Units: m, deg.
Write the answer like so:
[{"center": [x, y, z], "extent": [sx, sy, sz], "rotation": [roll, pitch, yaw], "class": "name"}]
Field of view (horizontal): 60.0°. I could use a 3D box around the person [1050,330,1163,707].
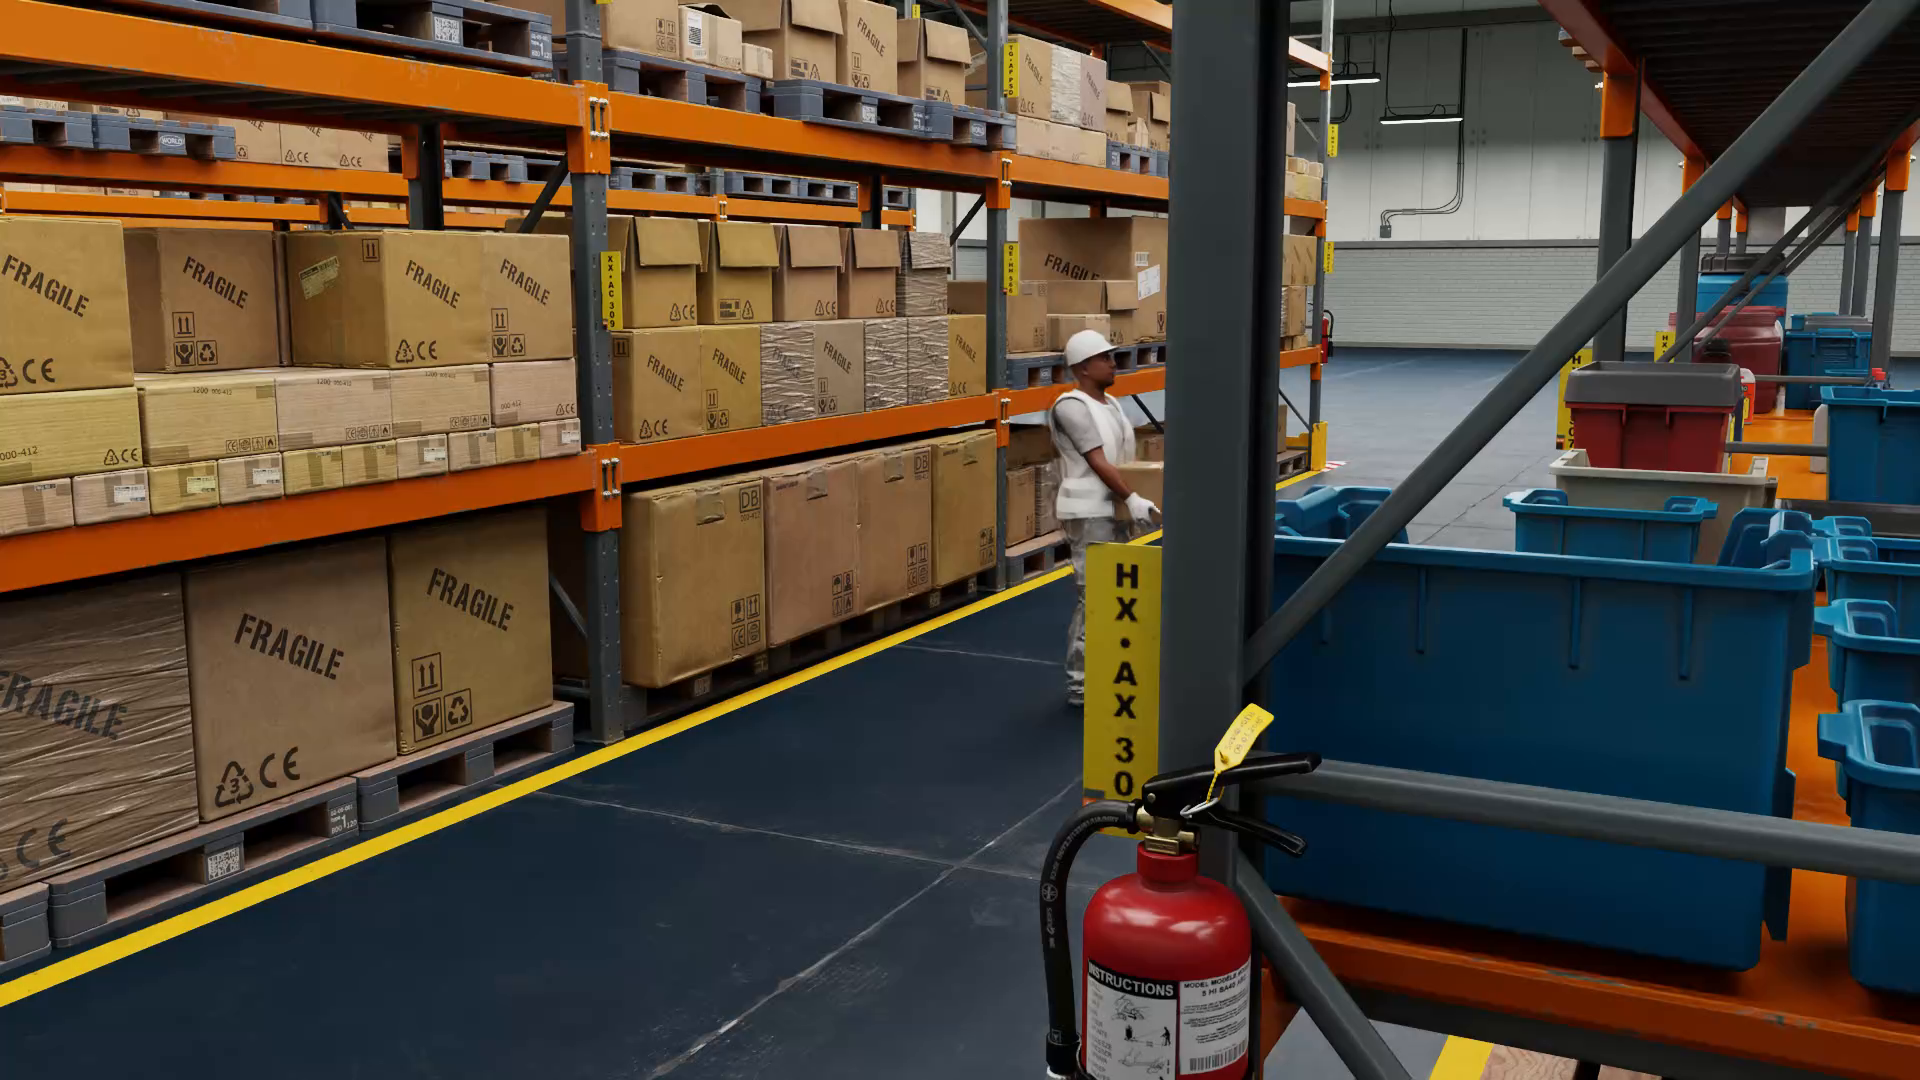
[{"center": [0.746, -0.100, 7.936], "extent": [0.573, 1.784, 0.495], "rotation": [4, 10, 25], "class": "person"}]
